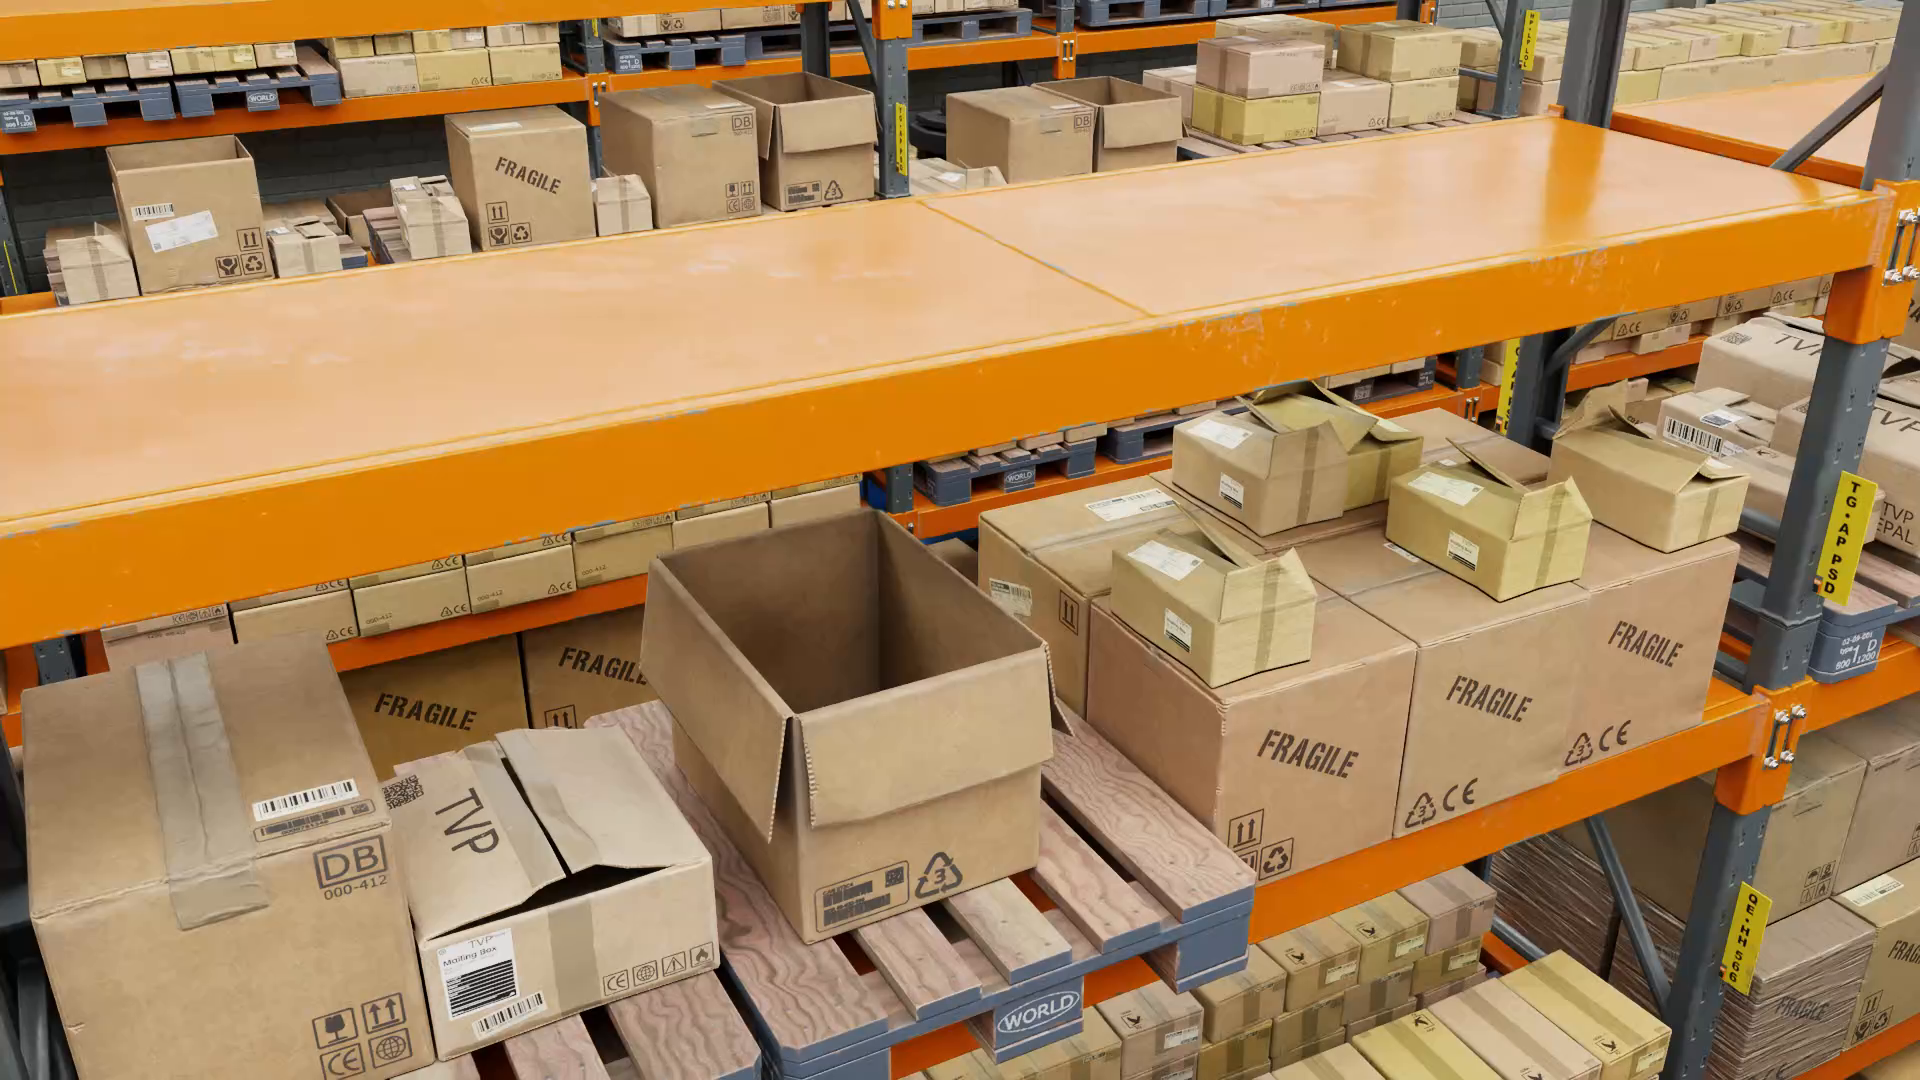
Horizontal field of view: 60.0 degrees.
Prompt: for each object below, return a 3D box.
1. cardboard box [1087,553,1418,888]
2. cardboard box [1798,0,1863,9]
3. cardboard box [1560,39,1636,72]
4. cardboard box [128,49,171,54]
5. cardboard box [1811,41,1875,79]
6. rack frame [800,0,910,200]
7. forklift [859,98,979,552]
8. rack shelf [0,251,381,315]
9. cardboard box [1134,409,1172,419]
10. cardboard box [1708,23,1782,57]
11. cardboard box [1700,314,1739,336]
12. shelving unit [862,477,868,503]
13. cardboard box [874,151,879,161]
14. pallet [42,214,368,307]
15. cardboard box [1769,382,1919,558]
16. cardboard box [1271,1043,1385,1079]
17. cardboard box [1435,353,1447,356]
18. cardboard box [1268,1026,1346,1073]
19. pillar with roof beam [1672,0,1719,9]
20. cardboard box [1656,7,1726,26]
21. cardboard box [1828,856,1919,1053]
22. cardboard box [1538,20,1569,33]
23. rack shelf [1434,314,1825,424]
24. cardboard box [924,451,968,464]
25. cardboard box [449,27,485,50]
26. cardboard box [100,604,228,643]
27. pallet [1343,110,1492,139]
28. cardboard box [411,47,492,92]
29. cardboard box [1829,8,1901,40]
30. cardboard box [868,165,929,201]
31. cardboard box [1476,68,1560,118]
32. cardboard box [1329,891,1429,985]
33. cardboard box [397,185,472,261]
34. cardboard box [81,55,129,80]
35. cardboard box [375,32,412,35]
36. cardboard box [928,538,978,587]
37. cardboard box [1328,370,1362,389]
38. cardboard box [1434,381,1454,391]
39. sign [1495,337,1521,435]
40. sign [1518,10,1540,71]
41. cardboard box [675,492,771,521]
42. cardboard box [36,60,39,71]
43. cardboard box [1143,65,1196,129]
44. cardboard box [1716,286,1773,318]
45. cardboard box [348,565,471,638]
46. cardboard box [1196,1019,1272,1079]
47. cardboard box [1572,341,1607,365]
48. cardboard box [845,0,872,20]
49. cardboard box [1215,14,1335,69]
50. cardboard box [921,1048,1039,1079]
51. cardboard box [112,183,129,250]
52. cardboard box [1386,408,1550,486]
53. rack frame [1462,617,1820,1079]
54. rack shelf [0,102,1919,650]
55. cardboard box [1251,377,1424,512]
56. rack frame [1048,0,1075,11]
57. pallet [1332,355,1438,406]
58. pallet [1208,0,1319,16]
[{"bbox_3d":[0.624,0.398,3.676,0.500,0.500,0.500,-13,29,-25],"label":"cardboard box"},{"bbox_3d":[6.117,-3.728,11.755,0.250,0.149,0.380,-13,29,-25],"label":"cardboard box"},{"bbox_3d":[3.882,-2.962,10.159,0.250,0.149,0.380,-14,29,-27],"label":"cardboard box"},{"bbox_3d":[-5.270,-3.256,10.747,0.250,0.149,0.380,-13,29,-26],"label":"cardboard box"},{"bbox_3d":[5.751,-3.239,11.197,0.500,0.250,0.500,-13,29,-26],"label":"cardboard box"},{"bbox_3d":[-0.532,-3.199,7.819,0.127,3.000,1.000,-13,29,-25],"label":"rack frame"},{"bbox_3d":[0.498,-1.576,11.448,1.130,2.935,3.031,22,33,37],"label":"forklift"},{"bbox_3d":[-2.297,-1.116,7.776,4.000,0.370,1.077,-13,29,-25],"label":"rack shelf"},{"bbox_3d":[1.030,-0.849,9.659,0.250,0.149,0.380,-12,28,-23],"label":"cardboard box"},{"bbox_3d":[5.030,-3.216,10.688,0.250,0.149,0.380,-12,28,-24],"label":"cardboard box"},{"bbox_3d":[5.202,-1.566,11.638,0.250,0.149,0.380,-13,29,-26],"label":"cardboard box"},{"bbox_3d":[-1.014,-0.382,10.615,0.755,1.500,0.431,-12,28,-23],"label":"shelving unit"},{"bbox_3d":[-0.652,-3.116,13.712,0.250,0.149,0.380,-13,28,-25],"label":"cardboard box"},{"bbox_3d":[-3.276,-1.152,7.241,1.217,0.209,0.805,-14,29,-27],"label":"pallet"},{"bbox_3d":[2.628,-0.235,4.612,0.500,0.311,0.500,-13,29,-25],"label":"cardboard box"},{"bbox_3d":[0.982,1.465,4.153,0.250,0.149,0.380,-12,28,-24],"label":"cardboard box"},{"bbox_3d":[3.137,-1.378,11.247,0.250,0.149,0.380,-13,29,-26],"label":"cardboard box"},{"bbox_3d":[0.922,1.423,4.929,0.250,0.149,0.380,-11,28,-23],"label":"cardboard box"},{"bbox_3d":[10.469,-6.504,14.702,0.400,9.000,9.100,-13,29,-25],"label":"pillar with roof beam"},{"bbox_3d":[4.953,-3.512,11.304,0.250,0.149,0.380,-12,28,-24],"label":"cardboard box"},{"bbox_3d":[2.857,1.237,5.395,0.500,0.500,0.500,-13,29,-26],"label":"cardboard box"},{"bbox_3d":[3.806,-3.260,10.780,0.250,0.149,0.380,-12,28,-24],"label":"cardboard box"},{"bbox_3d":[4.762,-1.393,11.818,4.000,0.370,1.077,-13,29,-25],"label":"rack shelf"},{"bbox_3d":[-0.158,-0.566,9.071,0.250,0.149,0.380,-15,29,-28],"label":"cardboard box"},{"bbox_3d":[-3.553,-3.601,11.834,0.250,0.149,0.380,-12,28,-24],"label":"cardboard box"},{"bbox_3d":[-3.541,0.180,7.307,0.500,0.250,0.500,-14,29,-27],"label":"cardboard box"},{"bbox_3d":[2.402,-2.492,10.029,1.003,0.211,1.213,-13,29,-25],"label":"pallet"},{"bbox_3d":[-3.653,-3.375,11.823,0.500,0.250,0.500,-13,29,-25],"label":"cardboard box"},{"bbox_3d":[6.121,-3.503,11.286,0.250,0.149,0.380,-12,28,-24],"label":"cardboard box"},{"bbox_3d":[-0.353,-1.878,8.823,0.250,0.149,0.380,-13,29,-25],"label":"cardboard box"},{"bbox_3d":[3.514,-2.713,10.102,0.500,0.250,0.500,-14,29,-26],"label":"cardboard box"},{"bbox_3d":[1.151,1.107,4.900,0.250,0.149,0.380,-14,29,-26],"label":"cardboard box"},{"bbox_3d":[-2.285,-1.400,7.206,0.258,0.266,0.396,-11,28,-21],"label":"cardboard box"},{"bbox_3d":[-5.528,-3.086,10.738,0.250,0.149,0.380,-13,28,-25],"label":"cardboard box"},{"bbox_3d":[-3.959,-3.593,11.474,0.250,0.149,0.380,-14,29,-26],"label":"cardboard box"},{"bbox_3d":[-0.029,0.389,9.827,0.625,0.372,0.950,-15,30,-29],"label":"cardboard box"},{"bbox_3d":[2.221,-1.062,10.104,0.250,0.149,0.380,-14,29,-26],"label":"cardboard box"},{"bbox_3d":[3.393,-0.820,11.621,0.500,0.500,0.500,-13,29,-26],"label":"cardboard box"},{"bbox_3d":[1.632,-0.460,4.890,0.005,0.325,0.100,-13,29,-25],"label":"sign"},{"bbox_3d":[3.262,-2.861,9.528,0.005,0.325,0.100,-13,29,-25],"label":"sign"},{"bbox_3d":[-1.291,-0.351,8.414,0.500,0.250,0.500,-14,29,-26],"label":"cardboard box"},{"bbox_3d":[-6.166,-3.137,10.844,0.250,0.149,0.380,-13,29,-25],"label":"cardboard box"},{"bbox_3d":[1.412,-2.603,9.731,0.500,0.250,0.500,-13,29,-26],"label":"cardboard box"},{"bbox_3d":[5.290,-1.887,11.557,0.500,0.500,0.500,-13,29,-25],"label":"cardboard box"},{"bbox_3d":[-2.634,0.194,7.855,0.500,0.250,0.500,-13,29,-26],"label":"cardboard box"},{"bbox_3d":[0.670,1.350,4.737,0.250,0.149,0.380,-13,28,-25],"label":"cardboard box"},{"bbox_3d":[4.079,-1.312,11.110,0.250,0.149,0.380,-12,28,-24],"label":"cardboard box"},{"bbox_3d":[-0.850,-4.181,13.018,0.250,0.149,0.380,-13,29,-26],"label":"cardboard box"},{"bbox_3d":[1.858,-2.938,9.850,0.500,0.250,0.500,-14,29,-26],"label":"cardboard box"},{"bbox_3d":[0.006,1.368,4.354,0.250,0.149,0.380,-13,29,-26],"label":"cardboard box"},{"bbox_3d":[-3.383,-1.441,7.241,0.500,0.311,0.500,-13,29,-25],"label":"cardboard box"},{"bbox_3d":[1.257,-0.008,4.521,0.500,0.500,0.500,-13,29,-25],"label":"cardboard box"},{"bbox_3d":[1.886,1.375,5.223,0.127,3.000,1.000,-13,29,-25],"label":"rack frame"},{"bbox_3d":[0.121,-0.418,3.318,4.000,0.370,1.077,-13,29,-25],"label":"rack shelf"},{"bbox_3d":[0.945,-0.285,4.215,0.258,0.266,0.396,-13,29,-25],"label":"cardboard box"},{"bbox_3d":[0.658,-5.909,13.463,0.127,3.000,1.000,-13,29,-25],"label":"rack frame"},{"bbox_3d":[2.254,-1.123,10.647,1.213,0.211,1.003,-13,29,-25],"label":"pallet"},{"bbox_3d":[2.474,-4.947,15.027,1.213,0.211,1.003,-13,29,-25],"label":"pallet"}]
